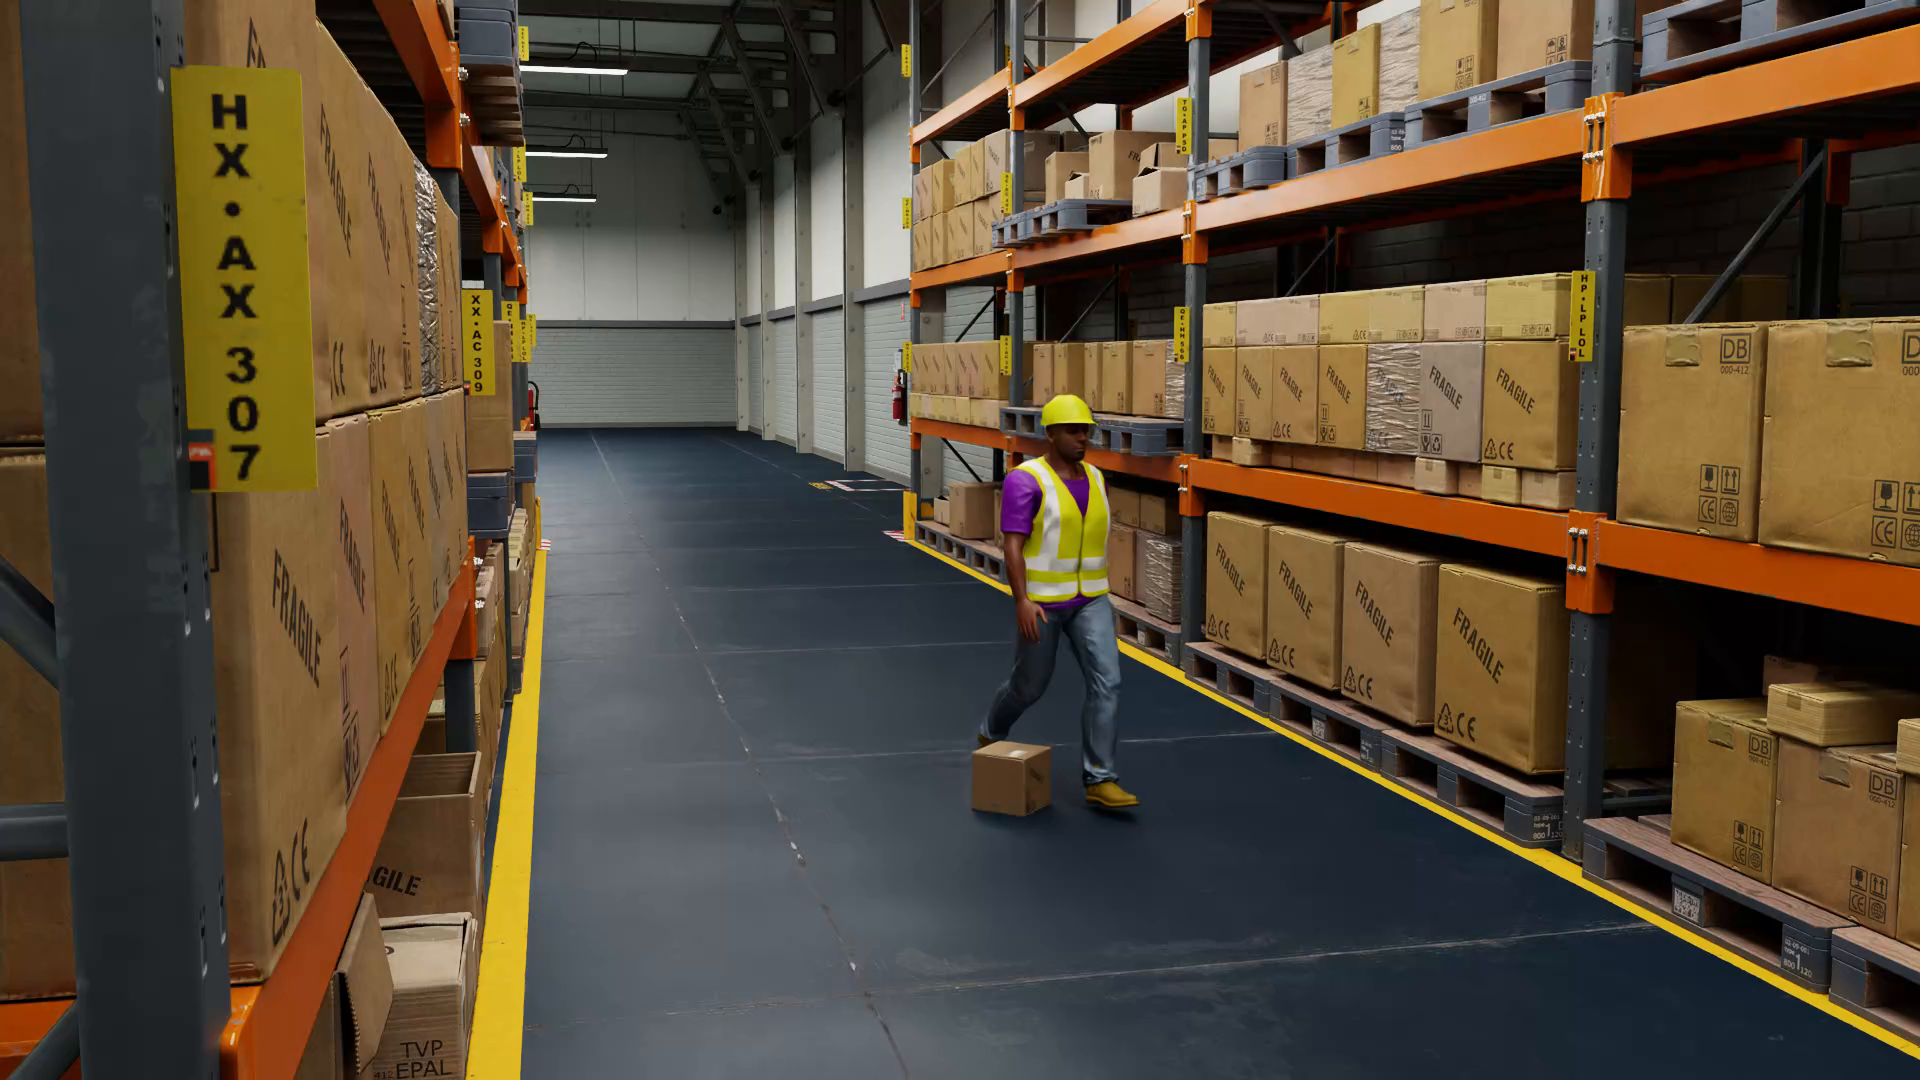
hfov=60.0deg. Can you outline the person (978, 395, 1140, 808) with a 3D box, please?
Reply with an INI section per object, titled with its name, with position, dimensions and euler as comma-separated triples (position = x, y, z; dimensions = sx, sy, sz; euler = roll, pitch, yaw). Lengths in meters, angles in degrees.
[person]
position = 0.417, 0.239, 7.138
dimensions = 0.573, 1.715, 1.024
euler = -3, 7, -27
